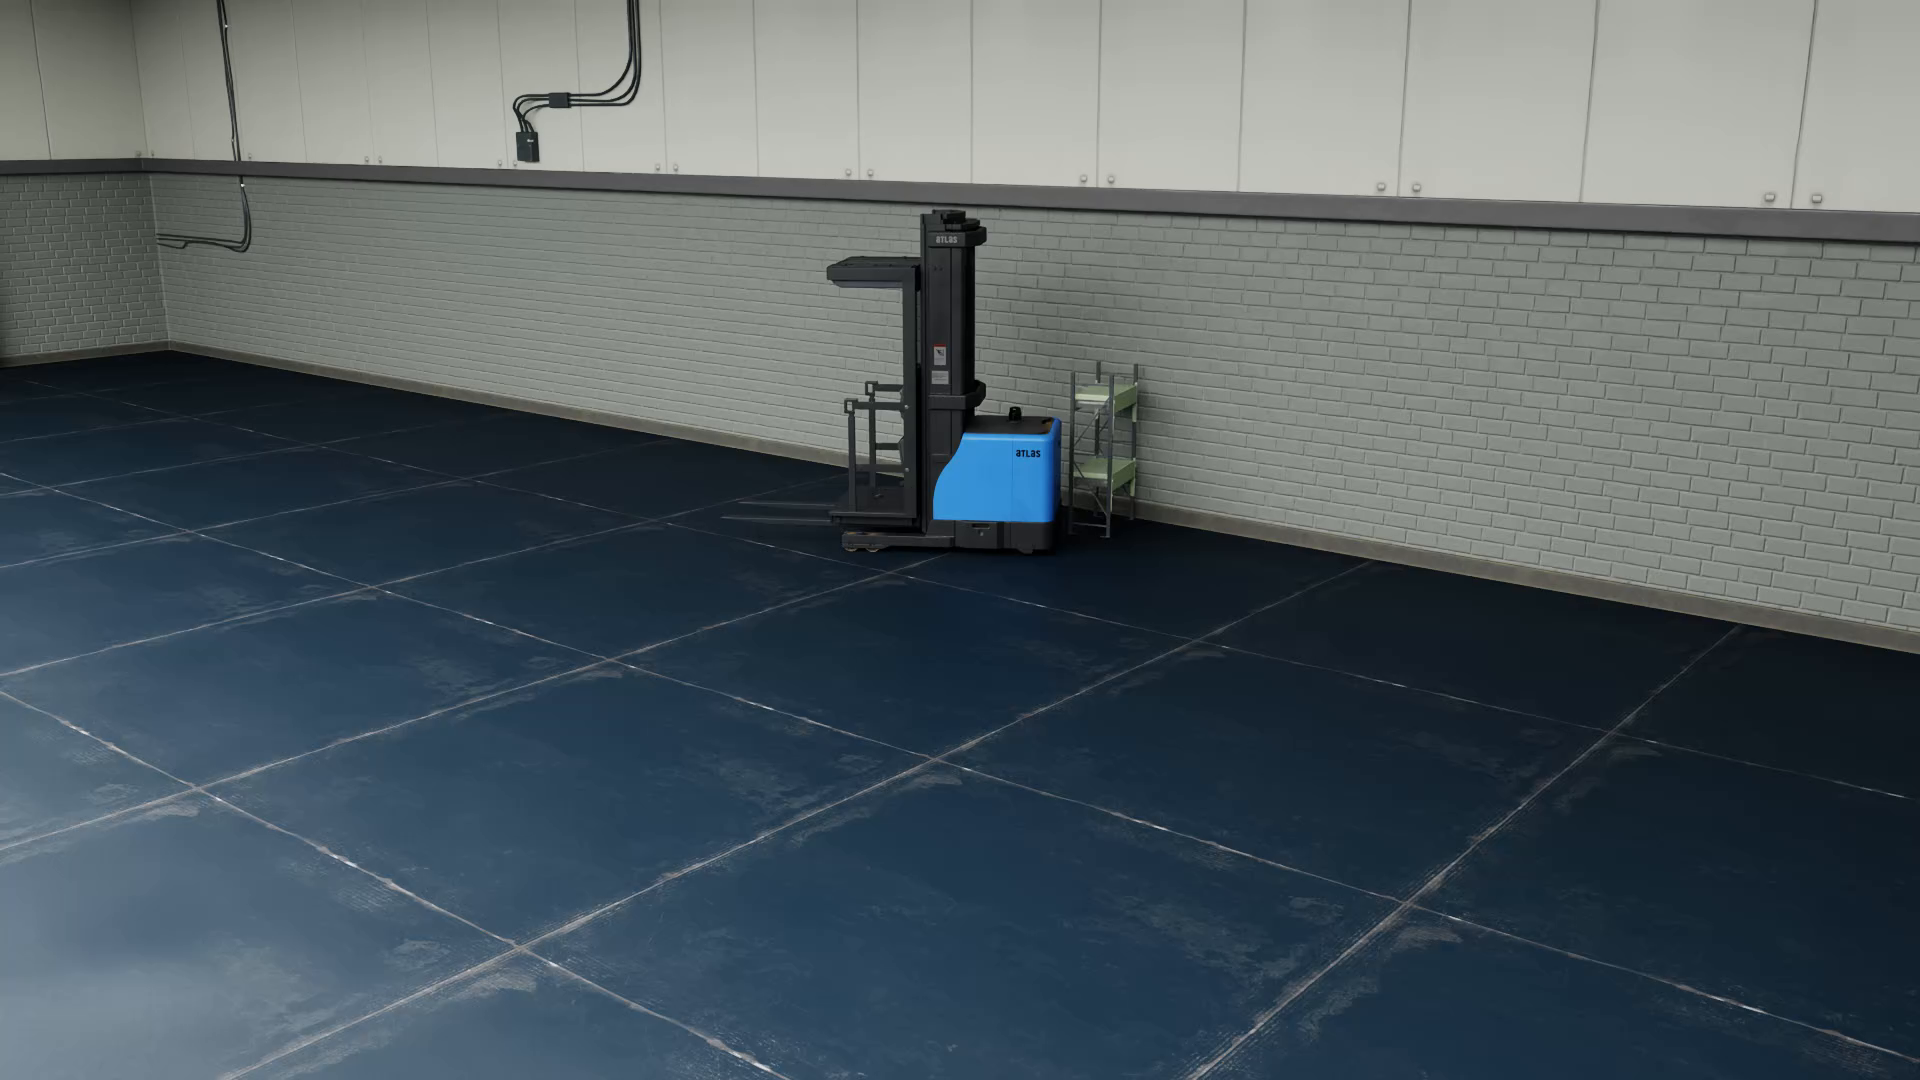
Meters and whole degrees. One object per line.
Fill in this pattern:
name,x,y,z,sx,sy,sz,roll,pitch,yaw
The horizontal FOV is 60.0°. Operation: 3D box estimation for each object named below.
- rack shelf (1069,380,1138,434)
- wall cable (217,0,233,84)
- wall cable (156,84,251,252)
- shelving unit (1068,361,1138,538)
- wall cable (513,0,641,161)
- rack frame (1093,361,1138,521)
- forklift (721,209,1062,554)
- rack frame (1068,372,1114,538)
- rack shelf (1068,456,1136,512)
rack shelf,1.329,-1.229,15.330,0.431,0.370,0.720,6,15,22
wall cable,-9.864,-7.806,23.624,3.097,2.526,0.112,11,18,38
wall cable,-11.968,-5.777,25.894,3.097,2.526,0.112,11,18,38
shelving unit,1.329,-0.851,15.426,0.431,1.500,0.755,6,15,22
wall cable,-4.594,-7.458,19.298,2.305,6.003,0.169,11,18,38
rack frame,1.472,-0.934,15.753,0.400,1.500,0.023,6,15,22
forklift,-0.618,-1.440,14.840,3.031,2.935,1.130,2,14,7
rack frame,1.187,-0.768,15.099,0.400,1.500,0.023,6,15,22
rack shelf,1.329,-0.535,15.506,0.431,0.370,0.720,6,15,22
